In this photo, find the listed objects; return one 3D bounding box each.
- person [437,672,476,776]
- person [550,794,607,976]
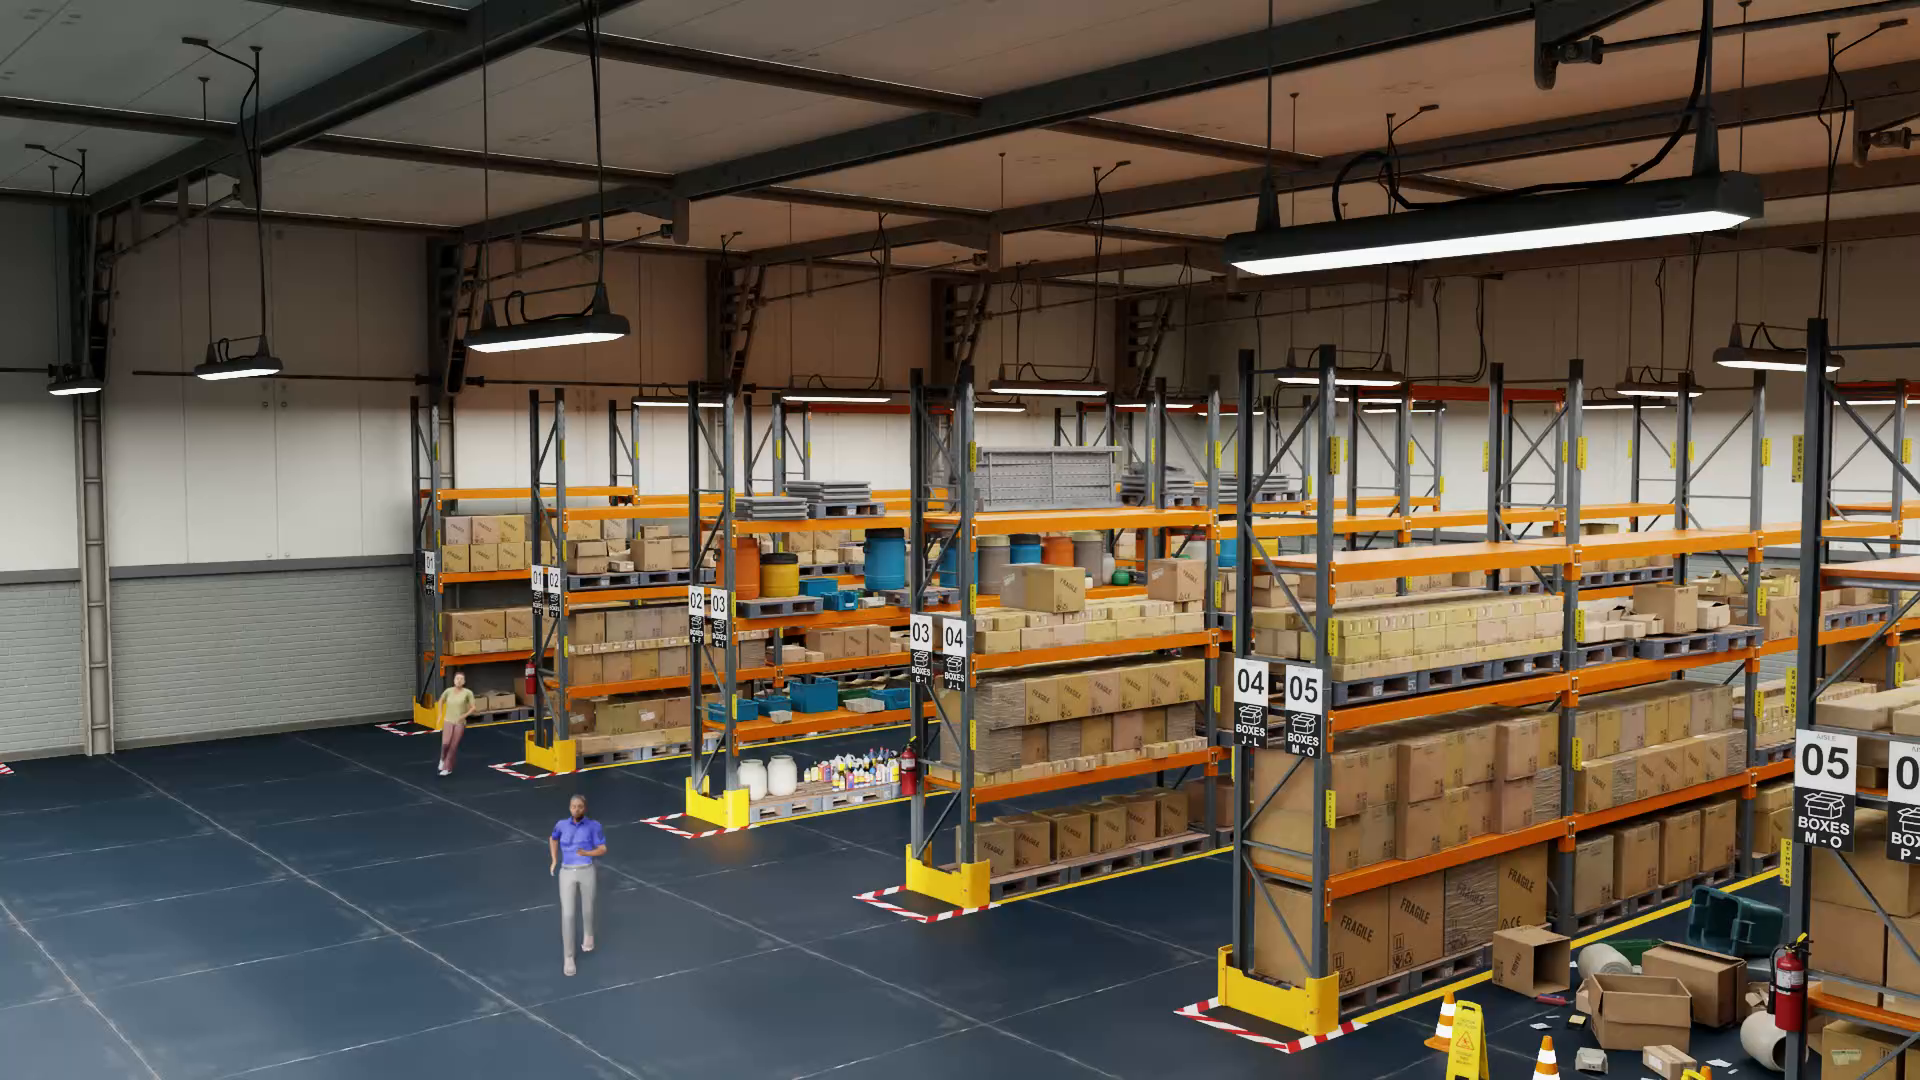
[{"bbox_3d":[-7.782,2.843,25.664,0.593,1.611,0.558,0,3,-8],"label":"person"},{"bbox_3d":[-3.778,3.349,16.458,0.562,1.682,0.885,-1,3,-10],"label":"person"}]
